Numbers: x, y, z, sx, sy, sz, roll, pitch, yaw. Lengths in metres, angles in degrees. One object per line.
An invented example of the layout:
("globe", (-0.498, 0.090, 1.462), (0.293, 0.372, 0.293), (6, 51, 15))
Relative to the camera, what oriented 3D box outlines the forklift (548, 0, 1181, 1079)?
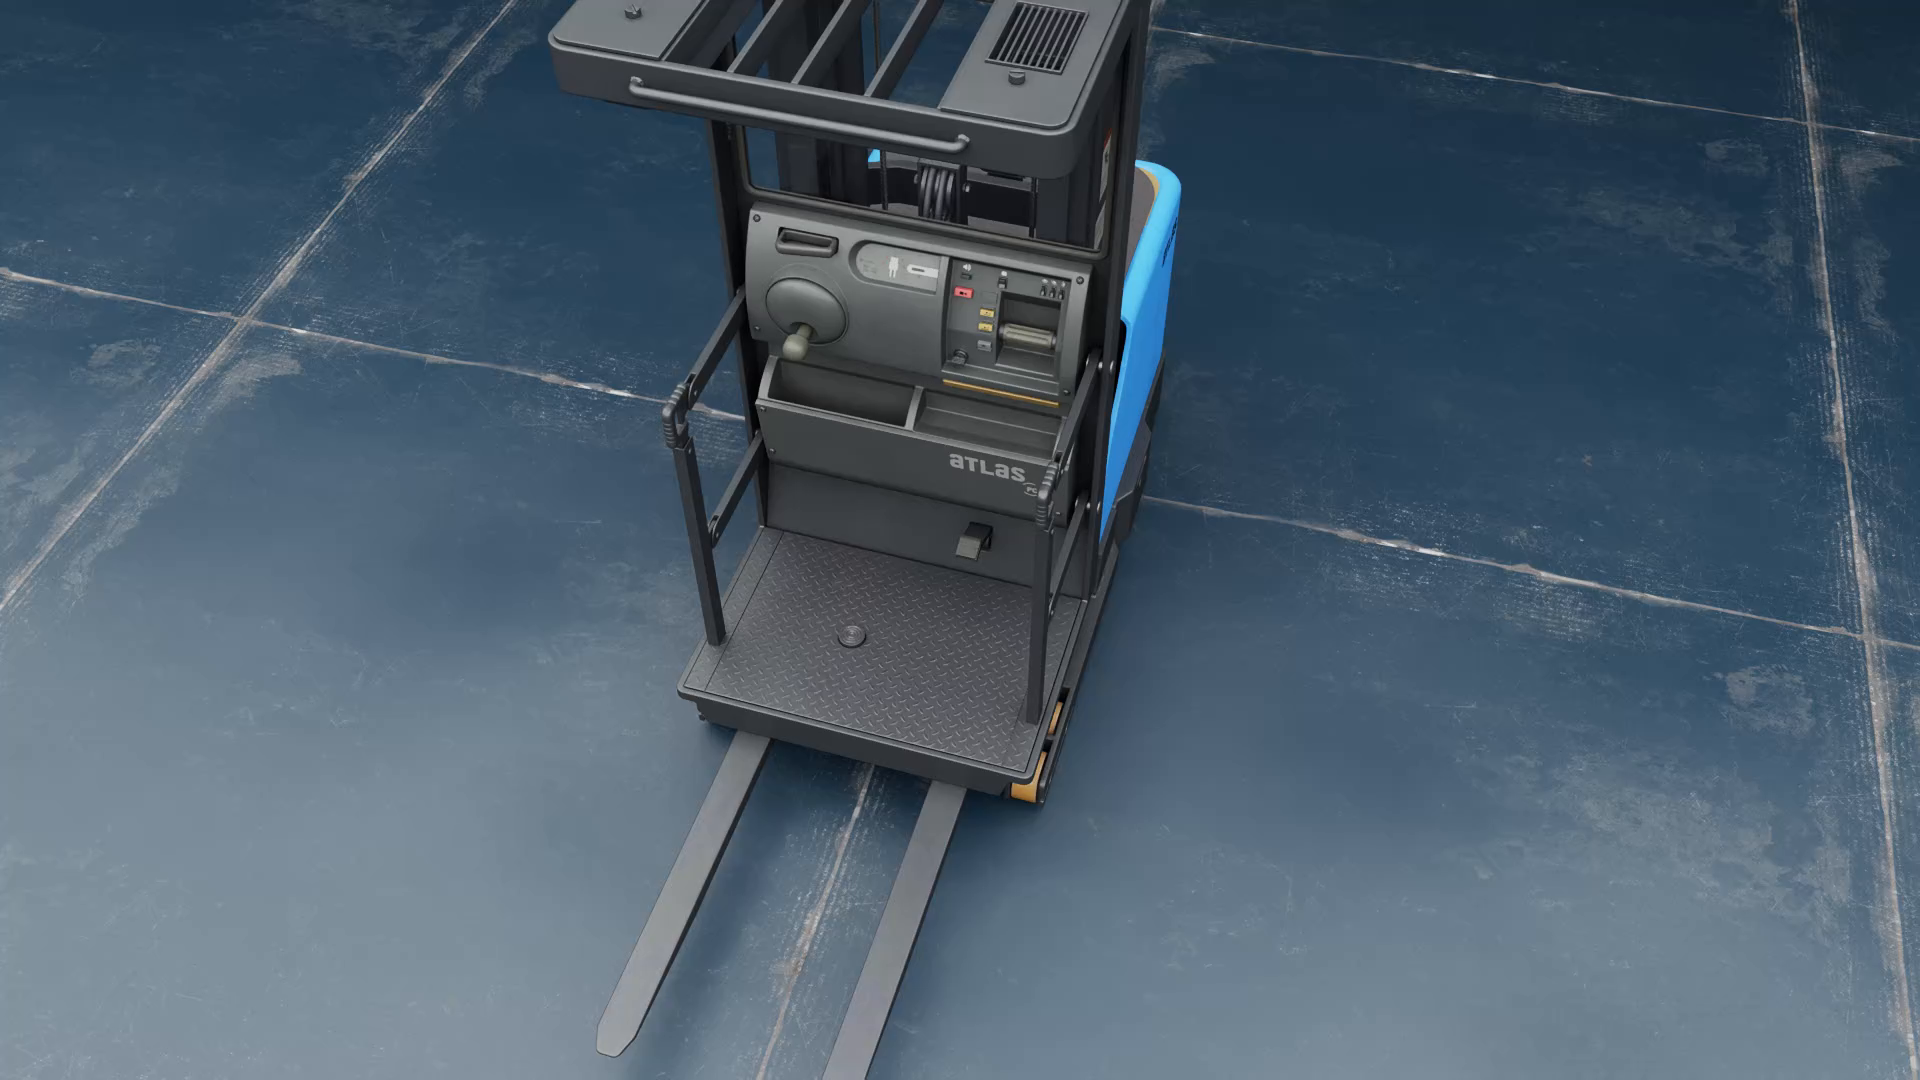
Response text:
("forklift", (-0.183, -0.517, 4.252), (1.130, 2.935, 3.031), (13, 50, 11))
